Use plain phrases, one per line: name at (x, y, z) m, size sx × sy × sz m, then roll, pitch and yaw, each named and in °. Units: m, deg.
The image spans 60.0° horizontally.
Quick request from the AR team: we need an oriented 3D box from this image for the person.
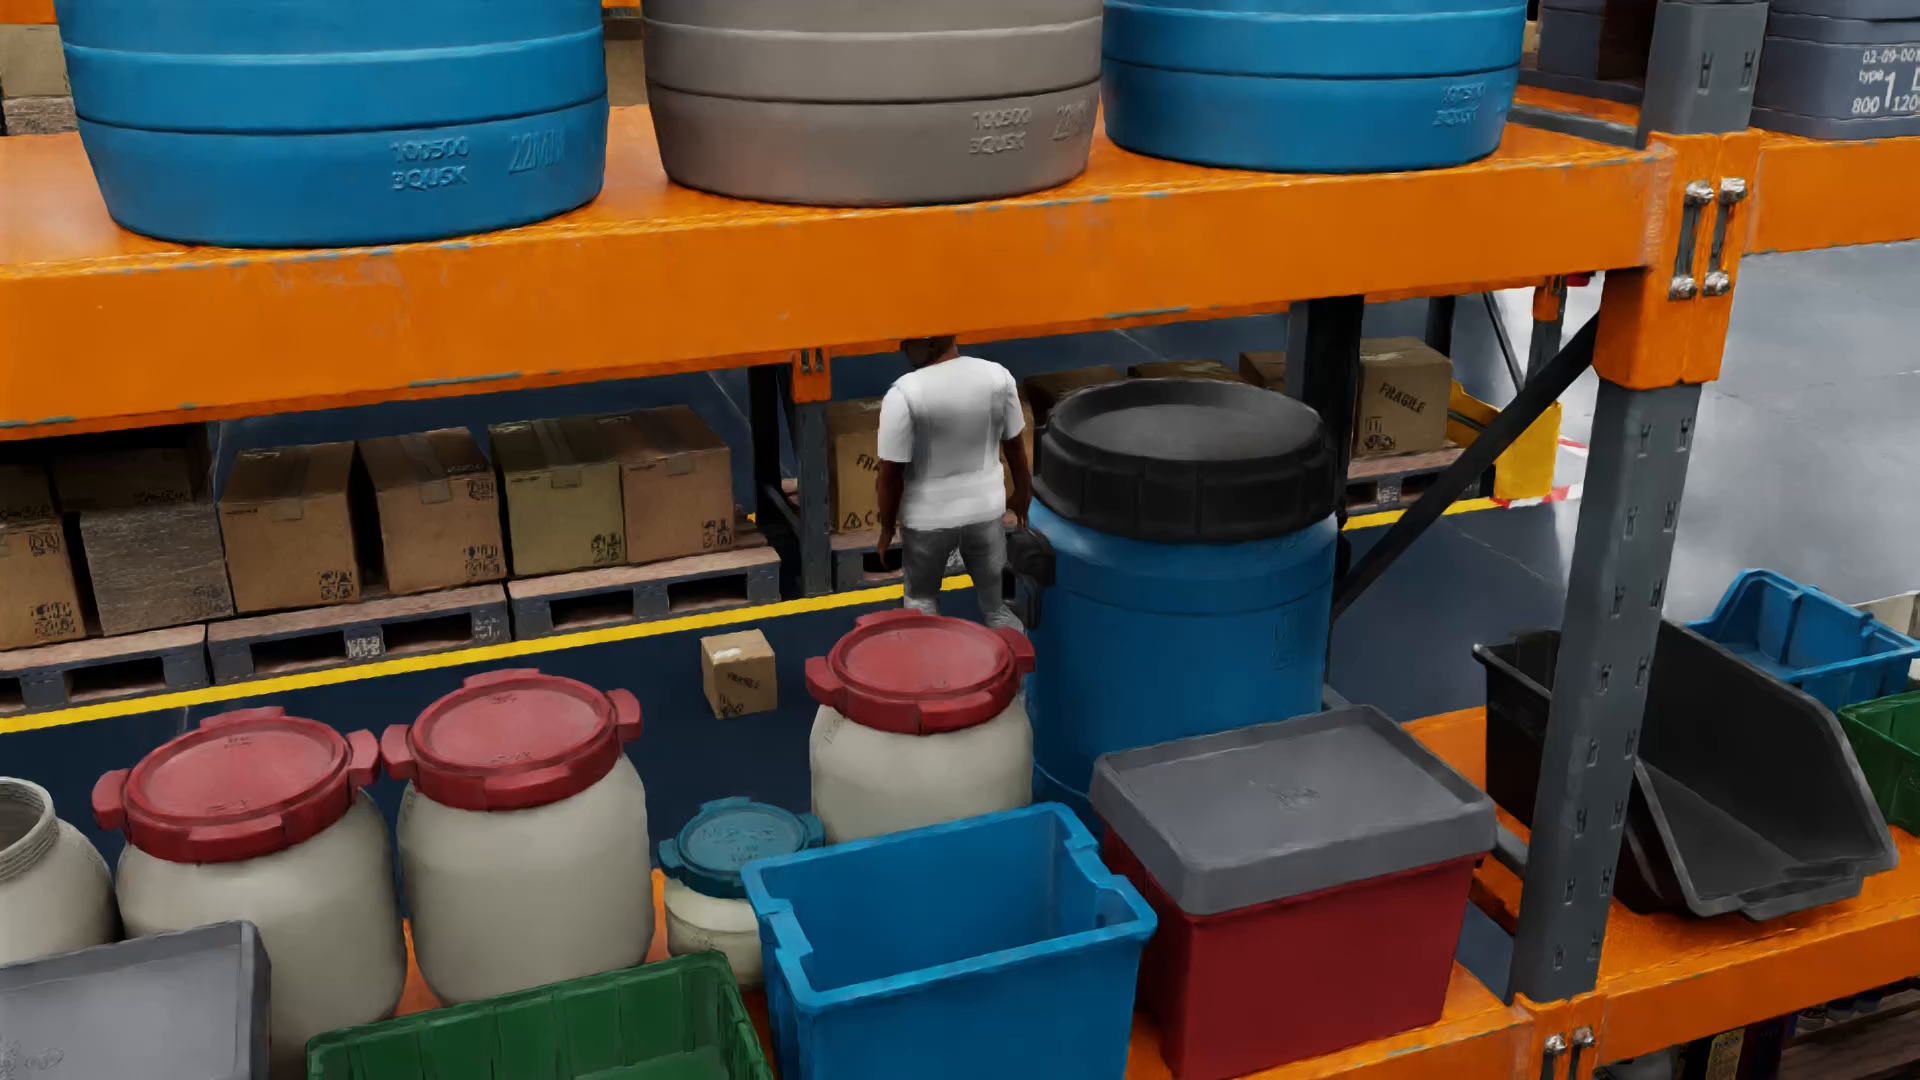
person at (-0.008, -0.107, 6.316) m, size 0.664 × 1.751 × 0.440 m, roll -5°, pitch 23°, yaw -13°
